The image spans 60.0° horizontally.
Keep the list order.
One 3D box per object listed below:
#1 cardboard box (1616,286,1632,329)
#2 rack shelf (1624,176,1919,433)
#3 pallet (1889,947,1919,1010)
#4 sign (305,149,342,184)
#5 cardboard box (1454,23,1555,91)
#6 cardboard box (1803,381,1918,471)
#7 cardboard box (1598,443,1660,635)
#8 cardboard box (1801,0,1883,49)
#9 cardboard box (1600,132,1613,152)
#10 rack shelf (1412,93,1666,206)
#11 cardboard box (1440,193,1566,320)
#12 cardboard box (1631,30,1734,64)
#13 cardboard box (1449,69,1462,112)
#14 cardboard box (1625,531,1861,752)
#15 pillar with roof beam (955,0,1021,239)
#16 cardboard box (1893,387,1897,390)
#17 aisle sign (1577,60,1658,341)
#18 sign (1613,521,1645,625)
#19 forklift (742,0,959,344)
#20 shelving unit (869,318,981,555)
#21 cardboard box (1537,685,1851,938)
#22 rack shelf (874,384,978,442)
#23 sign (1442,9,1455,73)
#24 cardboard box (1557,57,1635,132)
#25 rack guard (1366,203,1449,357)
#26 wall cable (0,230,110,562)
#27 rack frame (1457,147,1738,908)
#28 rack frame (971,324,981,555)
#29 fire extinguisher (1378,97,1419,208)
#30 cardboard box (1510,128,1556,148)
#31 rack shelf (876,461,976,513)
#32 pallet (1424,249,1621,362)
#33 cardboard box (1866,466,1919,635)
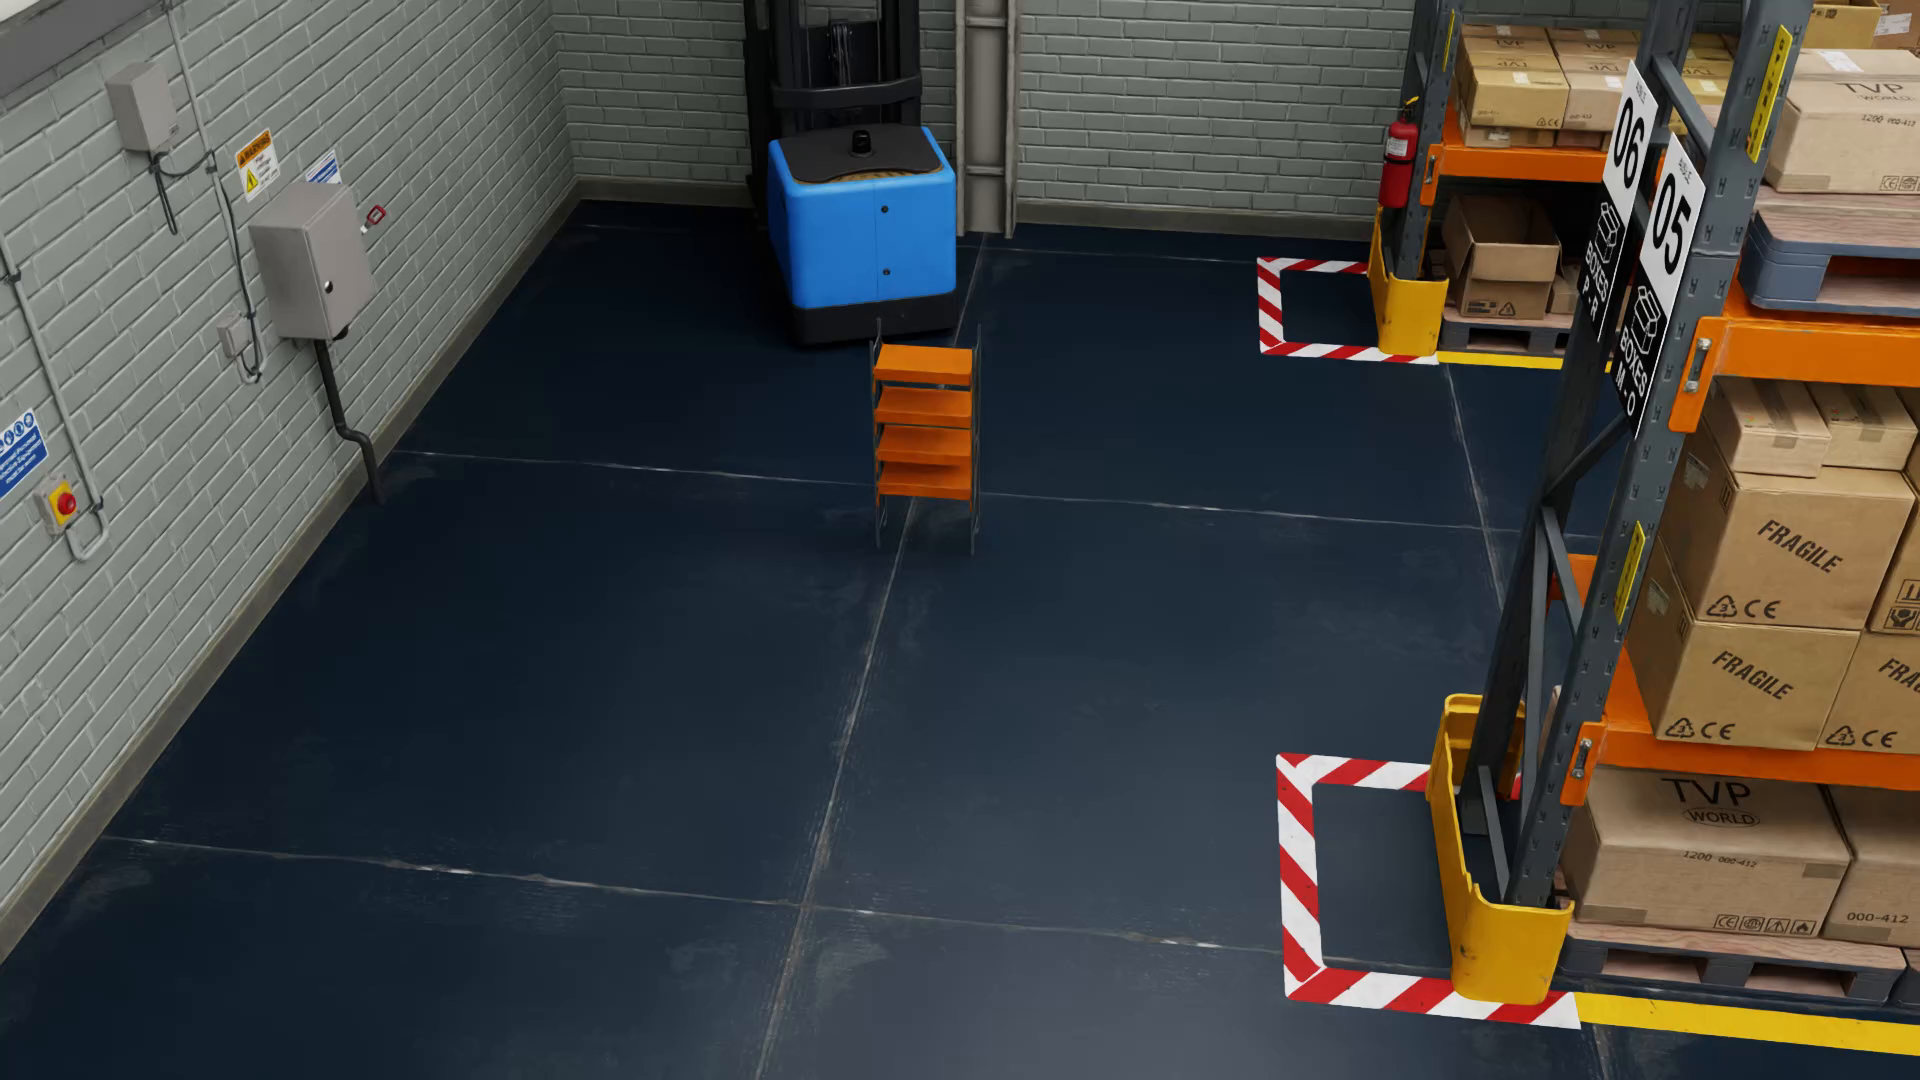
[{"bbox_3d":[4.181,-1.661,10.142,0.500,0.500,0.700,6,36,8],"label":"cardboard box"},{"bbox_3d":[4.098,-0.613,4.921,4.000,0.370,1.077,4,36,6],"label":"rack shelf"},{"bbox_3d":[4.124,1.408,6.452,1.213,0.211,1.003,4,36,6],"label":"pallet"},{"bbox_3d":[-3.211,-1.697,8.485,0.001,0.494,0.329,4,36,6],"label":"sign"},{"bbox_3d":[3.233,-2.872,9.922,0.500,0.250,0.500,5,36,7],"label":"cardboard box"},{"bbox_3d":[2.701,-0.380,5.053,0.250,0.149,0.380,5,36,7],"label":"cardboard box"},{"bbox_3d":[2.627,0.010,5.925,0.500,0.500,0.500,4,36,6],"label":"cardboard box"},{"bbox_3d":[4.647,-2.759,9.118,0.500,0.500,0.500,5,36,7],"label":"cardboard box"},{"bbox_3d":[3.800,-2.363,9.552,0.250,0.149,0.380,5,36,7],"label":"cardboard box"},{"bbox_3d":[4.727,-2.252,9.800,4.000,0.370,1.077,4,36,6],"label":"rack shelf"},{"bbox_3d":[3.338,-1.748,10.262,0.637,0.503,0.797,3,36,4],"label":"cardboard box"},{"bbox_3d":[4.235,-2.794,9.812,0.500,0.250,0.500,5,36,7],"label":"cardboard box"},{"bbox_3d":[3.106,-2.721,10.054,0.250,0.149,0.380,4,36,5],"label":"cardboard box"},{"bbox_3d":[2.554,0.328,5.480,0.500,0.500,0.500,4,36,6],"label":"cardboard box"},{"bbox_3d":[-0.365,-3.373,5.587,0.400,9.000,9.100,4,36,6],"label":"pillar with roof beam"},{"bbox_3d":[3.145,-0.360,5.583,0.500,0.500,0.500,4,36,6],"label":"cardboard box"},{"bbox_3d":[2.083,-1.075,5.293,0.004,0.787,0.394,4,36,6],"label":"aisle sign"},{"bbox_3d":[2.038,0.102,5.069,0.005,0.325,0.100,4,36,6],"label":"sign"},{"bbox_3d":[-0.851,-3.243,10.628,1.130,2.935,3.031,-8,36,-11],"label":"forklift"},{"bbox_3d":[-0.164,-0.501,8.276,0.503,1.200,0.258,4,36,6],"label":"shelving unit"},{"bbox_3d":[2.782,1.030,6.425,0.875,0.438,0.875,3,36,4],"label":"cardboard box"},{"bbox_3d":[-0.164,-0.628,8.185,0.480,0.148,0.258,4,36,6],"label":"rack shelf"},{"bbox_3d":[2.674,-2.733,9.109,0.005,0.325,0.100,4,36,6],"label":"sign"},{"bbox_3d":[3.659,-2.527,9.439,0.500,0.250,0.500,5,36,6],"label":"cardboard box"},{"bbox_3d":[2.819,-1.670,10.517,0.348,0.500,1.175,4,36,6],"label":"rack guard"},{"bbox_3d":[-3.481,-0.663,6.052,0.123,1.953,0.585,4,36,6],"label":"wall cable"},{"bbox_3d":[2.115,0.167,5.791,0.127,3.000,1.000,4,36,6],"label":"rack frame"},{"bbox_3d":[0.078,-0.483,8.250,0.015,1.200,0.240,4,36,6],"label":"rack frame"},{"bbox_3d":[2.538,-2.254,9.571,0.183,0.674,0.296,4,36,6],"label":"fire extinguisher"},{"bbox_3d":[3.292,-2.416,9.627,0.250,0.149,0.380,5,36,7],"label":"cardboard box"},{"bbox_3d":[-0.164,-0.284,8.430,0.480,0.148,0.258,4,36,6],"label":"rack shelf"},{"bbox_3d":[3.609,-1.494,10.519,1.213,0.211,1.003,4,36,6],"label":"pallet"},{"bbox_3d":[3.068,-0.047,5.143,0.500,0.500,0.500,3,36,5],"label":"cardboard box"}]
